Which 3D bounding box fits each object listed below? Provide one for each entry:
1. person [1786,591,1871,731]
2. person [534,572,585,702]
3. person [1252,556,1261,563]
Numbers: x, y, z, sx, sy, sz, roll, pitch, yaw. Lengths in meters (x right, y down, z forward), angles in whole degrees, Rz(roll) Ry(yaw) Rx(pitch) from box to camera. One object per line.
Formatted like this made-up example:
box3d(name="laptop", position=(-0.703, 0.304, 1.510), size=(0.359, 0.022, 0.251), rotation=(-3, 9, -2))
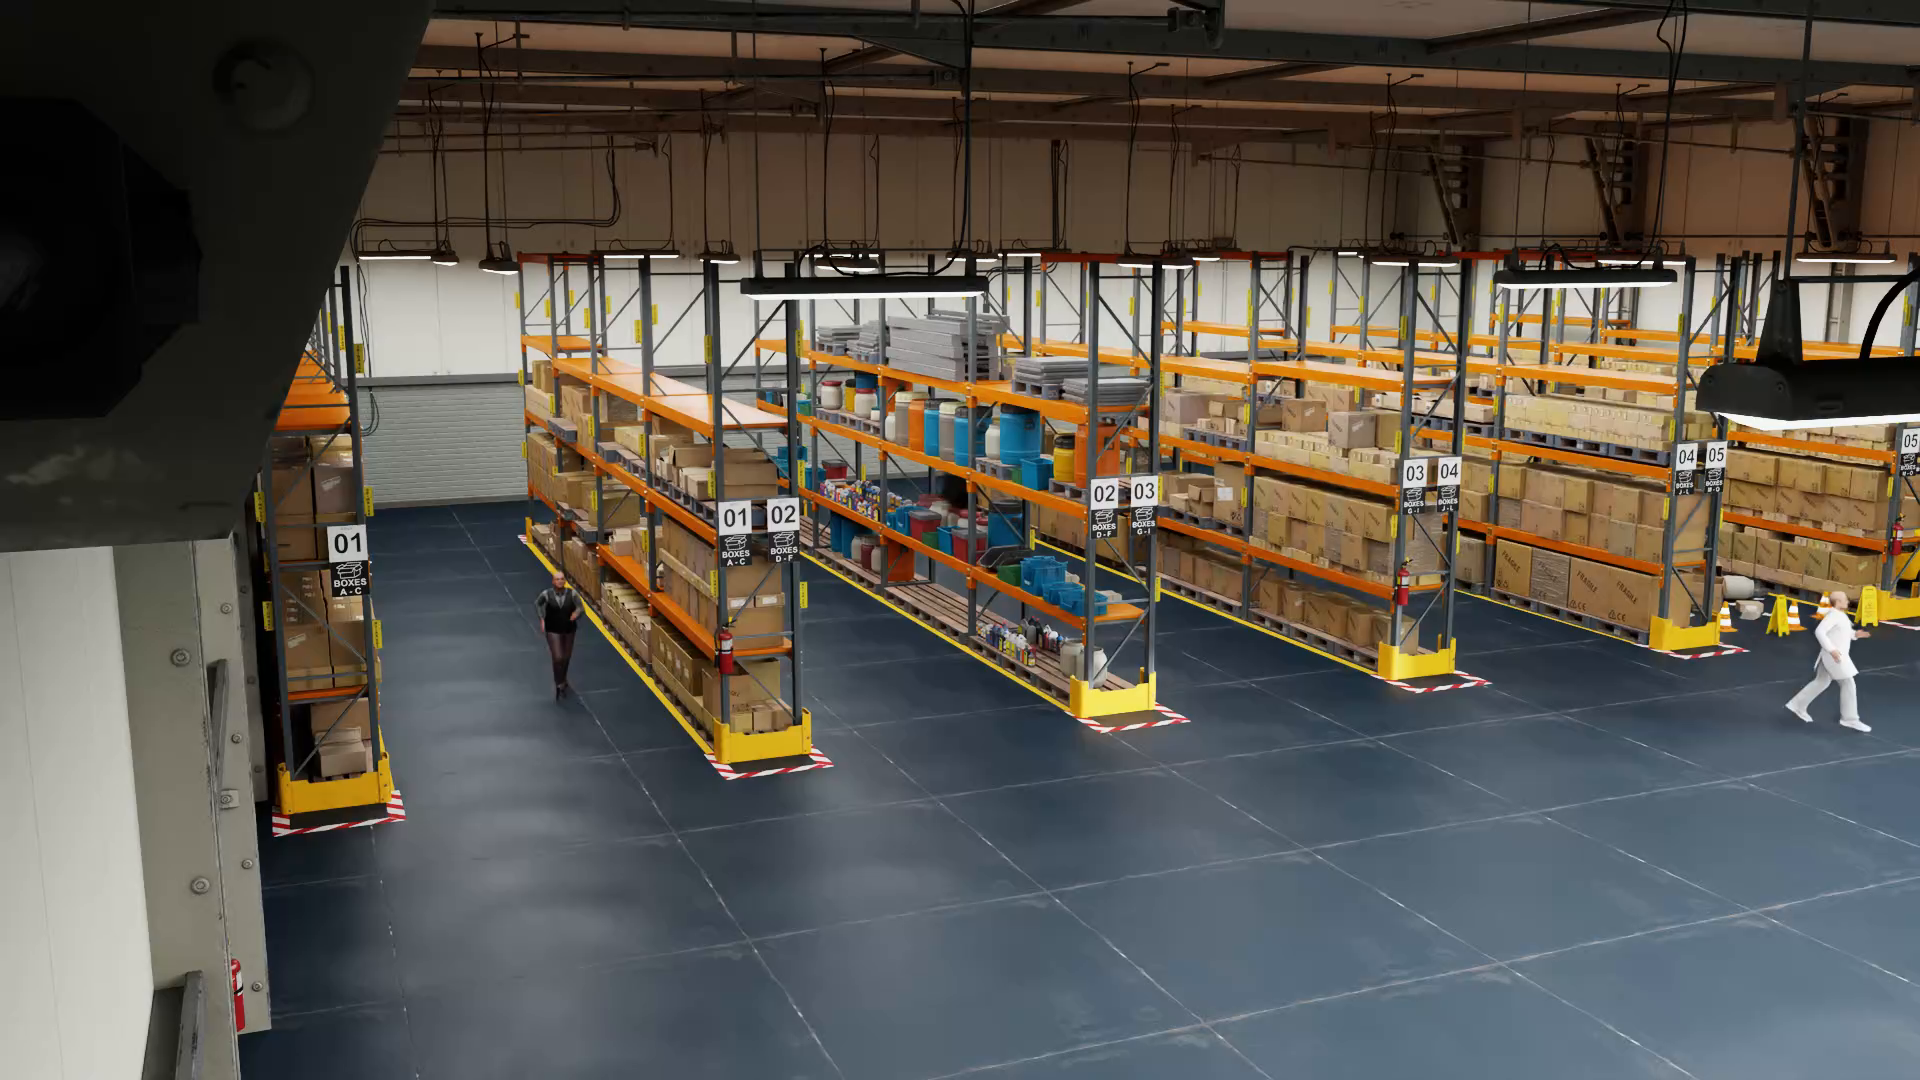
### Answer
box3d(name="person", position=(11.299, 1.539, 21.514), size=(0.994, 1.788, 0.694), rotation=(3, 11, 18))
box3d(name="person", position=(-5.541, 1.308, 23.146), size=(0.644, 1.772, 0.793), rotation=(-5, 12, -26))
box3d(name="person", position=(5.826, -0.430, 32.819), size=(0.577, 1.729, 0.735), rotation=(-7, 13, -34))
